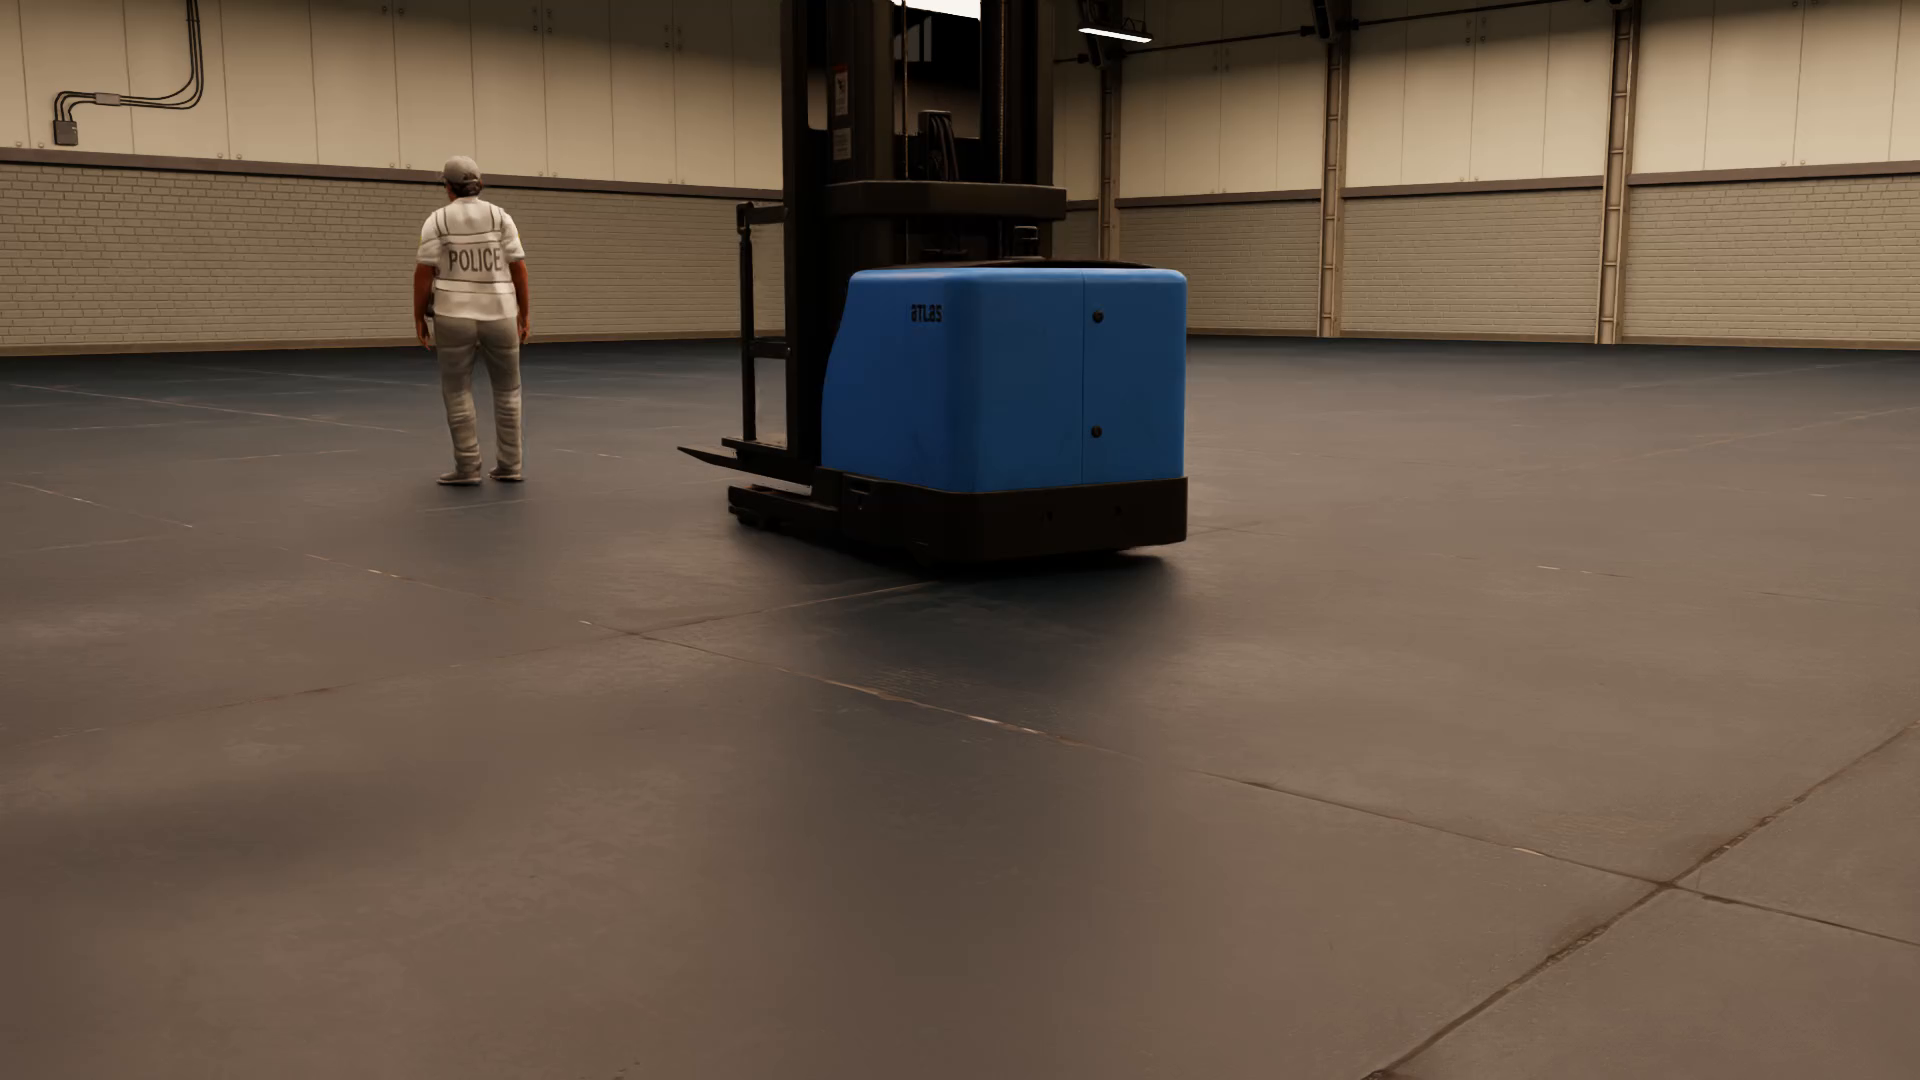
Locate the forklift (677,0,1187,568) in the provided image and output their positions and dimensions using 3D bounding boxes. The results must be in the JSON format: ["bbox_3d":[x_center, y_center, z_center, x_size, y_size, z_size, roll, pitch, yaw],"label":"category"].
[{"bbox_3d":[-0.346,-1.528,7.024,1.130,2.935,3.031,-5,10,-31],"label":"forklift"}]

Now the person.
[{"bbox_3d":[-2.522,-1.120,8.591,0.578,1.675,0.524,-4,9,-23],"label":"person"}]
